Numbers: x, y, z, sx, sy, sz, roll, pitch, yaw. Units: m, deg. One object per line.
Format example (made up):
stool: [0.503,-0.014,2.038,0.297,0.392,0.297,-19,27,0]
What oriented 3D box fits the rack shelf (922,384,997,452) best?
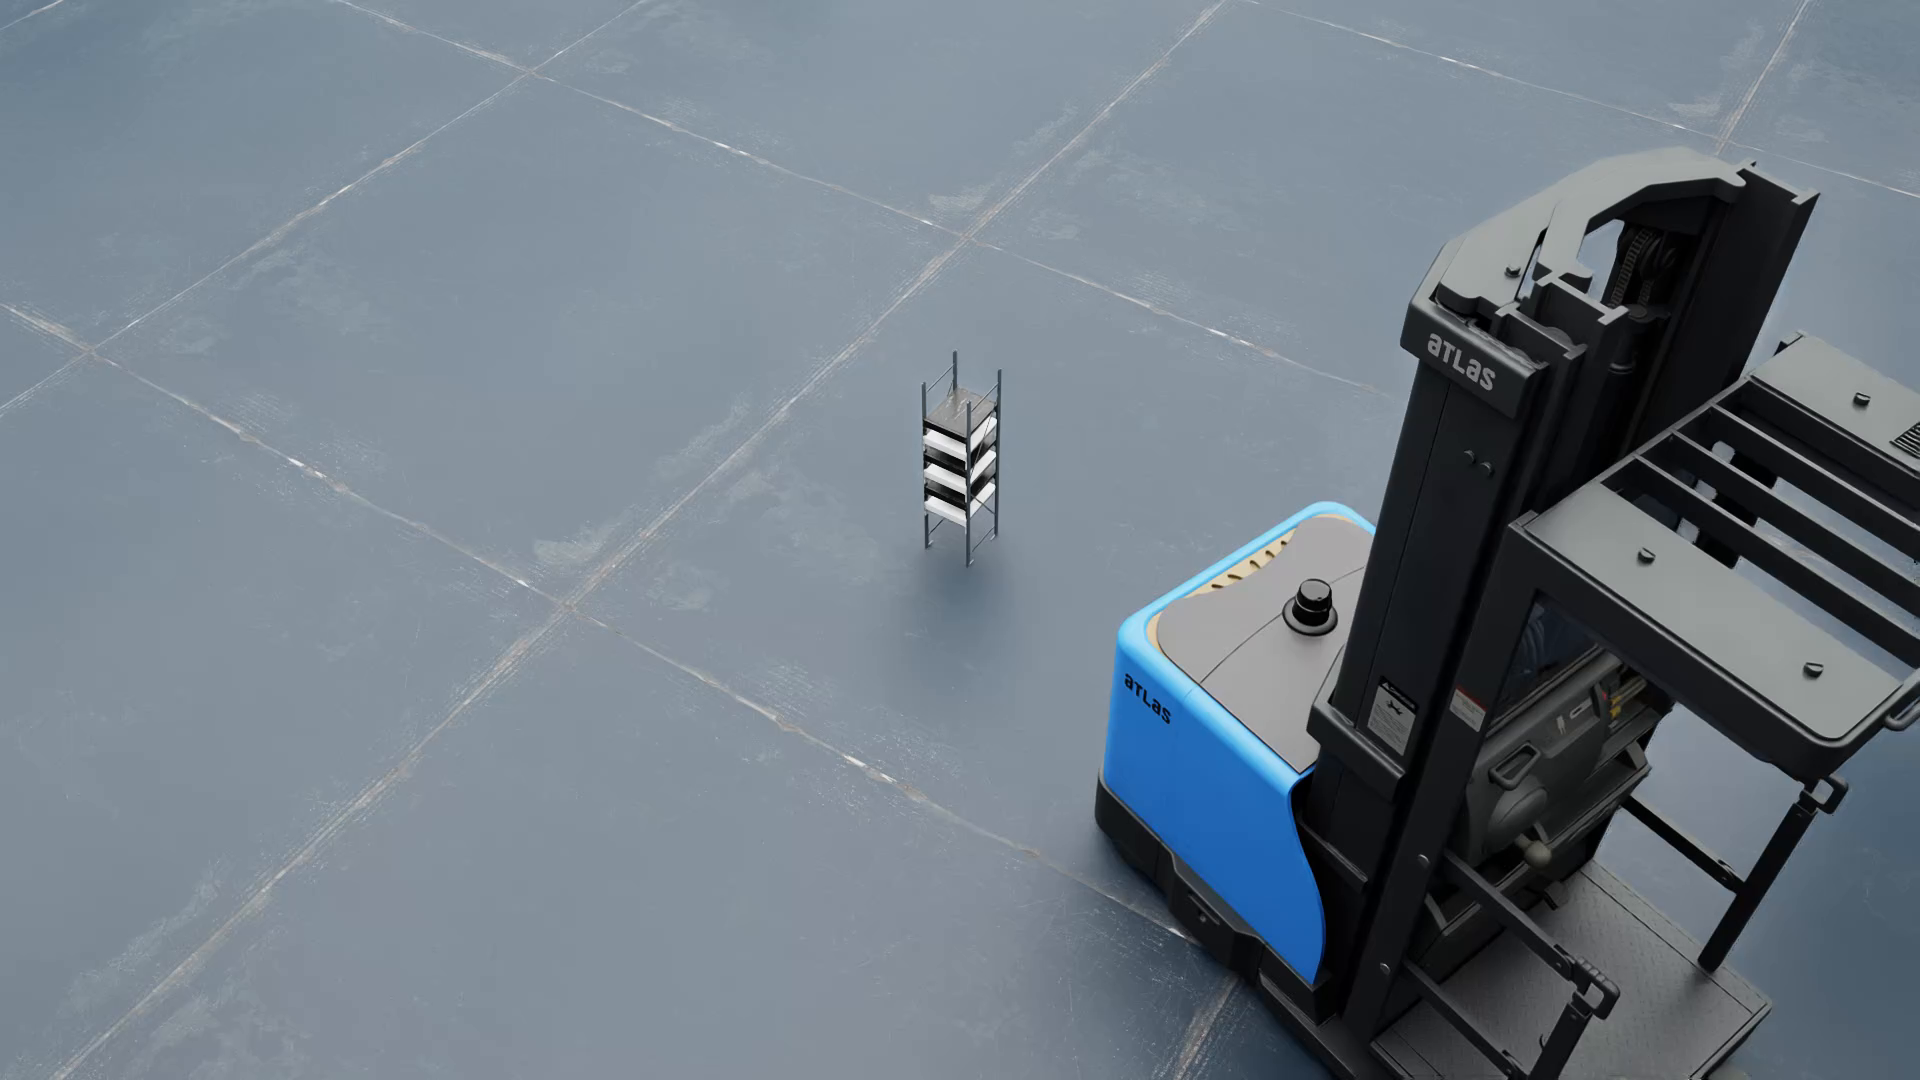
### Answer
rack shelf: [0.007,-0.475,6.476,0.200,0.077,0.258,25,51,22]

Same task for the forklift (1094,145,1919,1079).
forklift: [1.780,0.618,4.328,1.130,2.935,3.031,-29,53,-25]

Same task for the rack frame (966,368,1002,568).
rack frame: [0.092,-0.271,6.608,0.006,0.900,0.240,25,51,22]

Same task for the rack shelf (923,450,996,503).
rack shelf: [0.007,-0.287,6.670,0.200,0.077,0.258,25,51,22]

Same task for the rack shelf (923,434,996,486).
rack shelf: [0.007,-0.350,6.605,0.200,0.077,0.258,25,51,22]

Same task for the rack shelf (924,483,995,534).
rack shelf: [0.007,-0.162,6.799,0.200,0.077,0.258,25,51,22]

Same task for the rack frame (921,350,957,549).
rack frame: [-0.079,-0.350,6.684,0.006,0.900,0.240,25,51,22]

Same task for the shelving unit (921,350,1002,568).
shelving unit: [0.007,-0.310,6.646,0.210,0.900,0.258,25,51,22]

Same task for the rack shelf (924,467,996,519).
rack shelf: [0.007,-0.225,6.734,0.200,0.077,0.258,25,51,22]

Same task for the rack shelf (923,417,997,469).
rack shelf: [0.007,-0.413,6.541,0.200,0.077,0.258,25,51,22]
